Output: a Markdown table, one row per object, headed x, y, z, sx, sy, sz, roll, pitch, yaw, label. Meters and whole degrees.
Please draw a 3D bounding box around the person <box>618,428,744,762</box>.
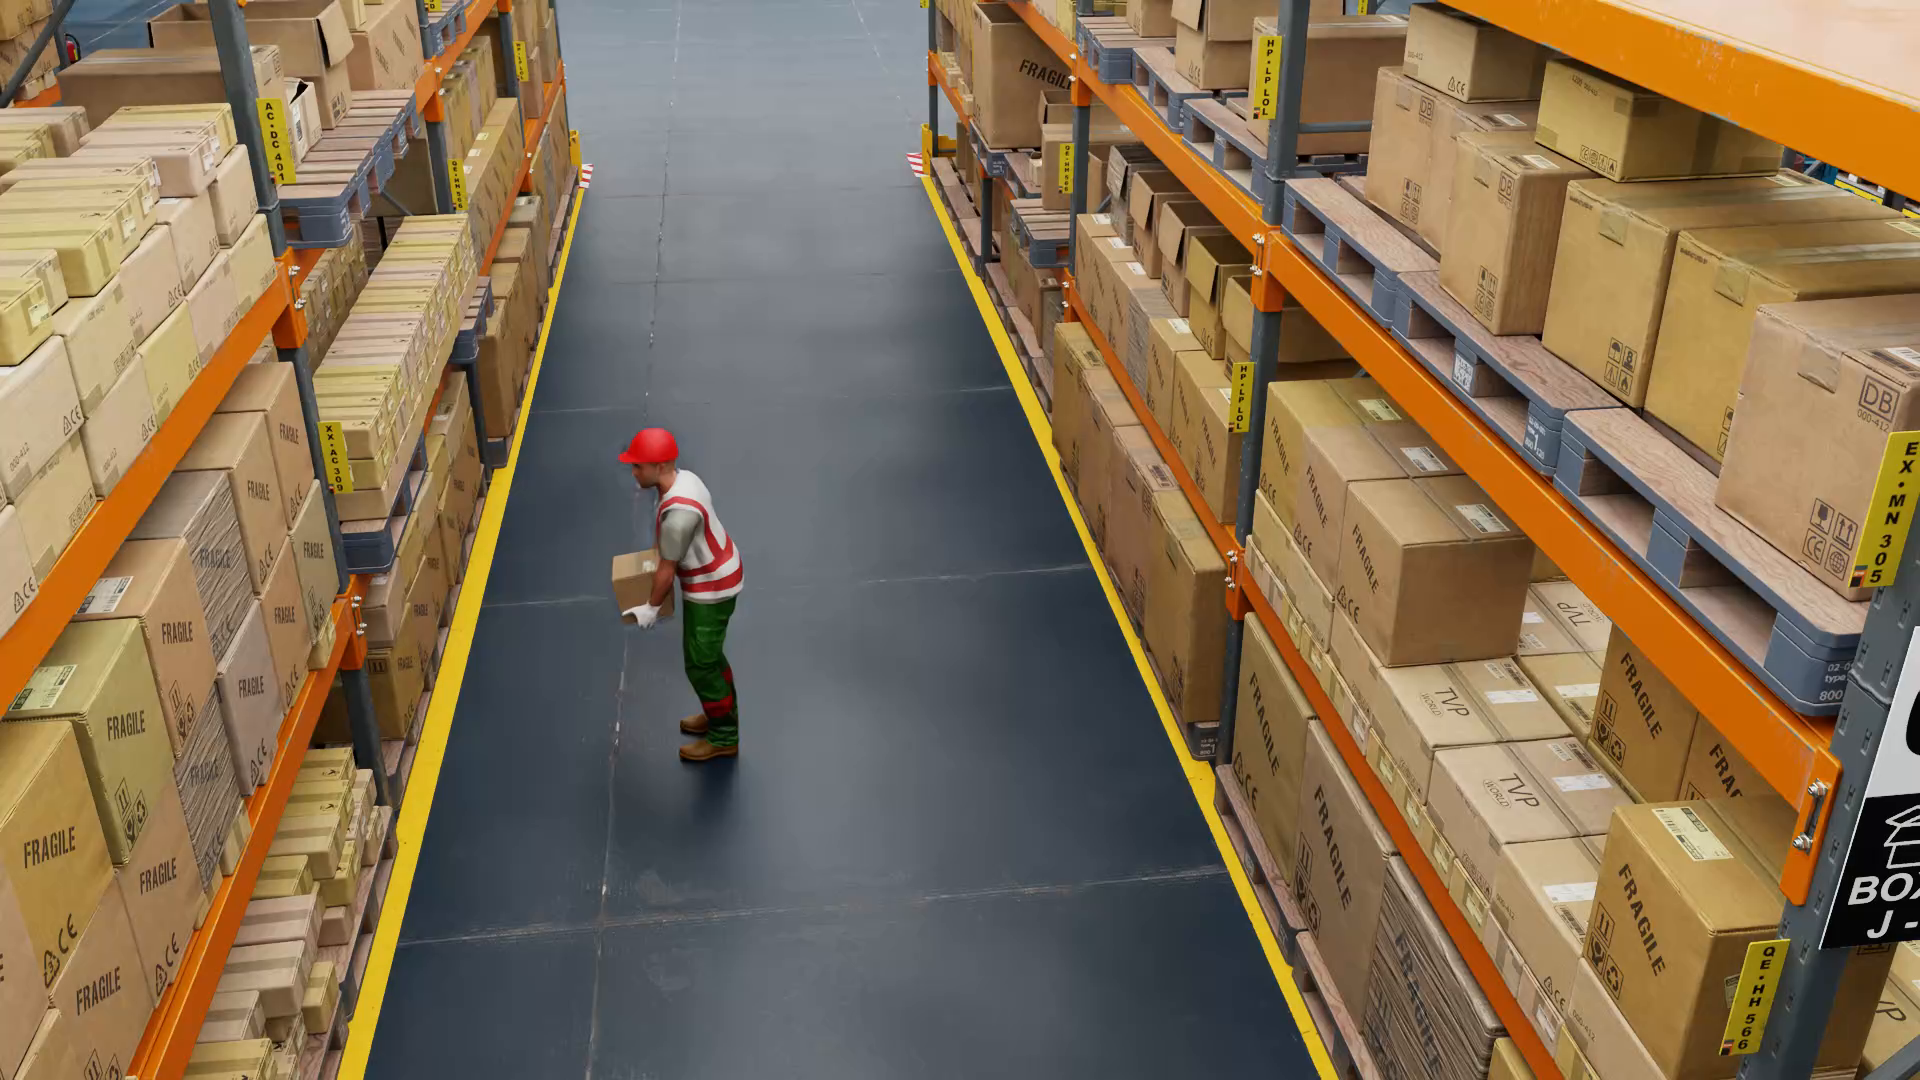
| x | y | z | sx | sy | sz | roll | pitch | yaw | label |
| --- | --- | --- | --- | --- | --- | --- | --- | --- | --- |
| -1.352 | 0.261 | 8.121 | 0.594 | 1.747 | 0.485 | -4 | 27 | -8 | person |
